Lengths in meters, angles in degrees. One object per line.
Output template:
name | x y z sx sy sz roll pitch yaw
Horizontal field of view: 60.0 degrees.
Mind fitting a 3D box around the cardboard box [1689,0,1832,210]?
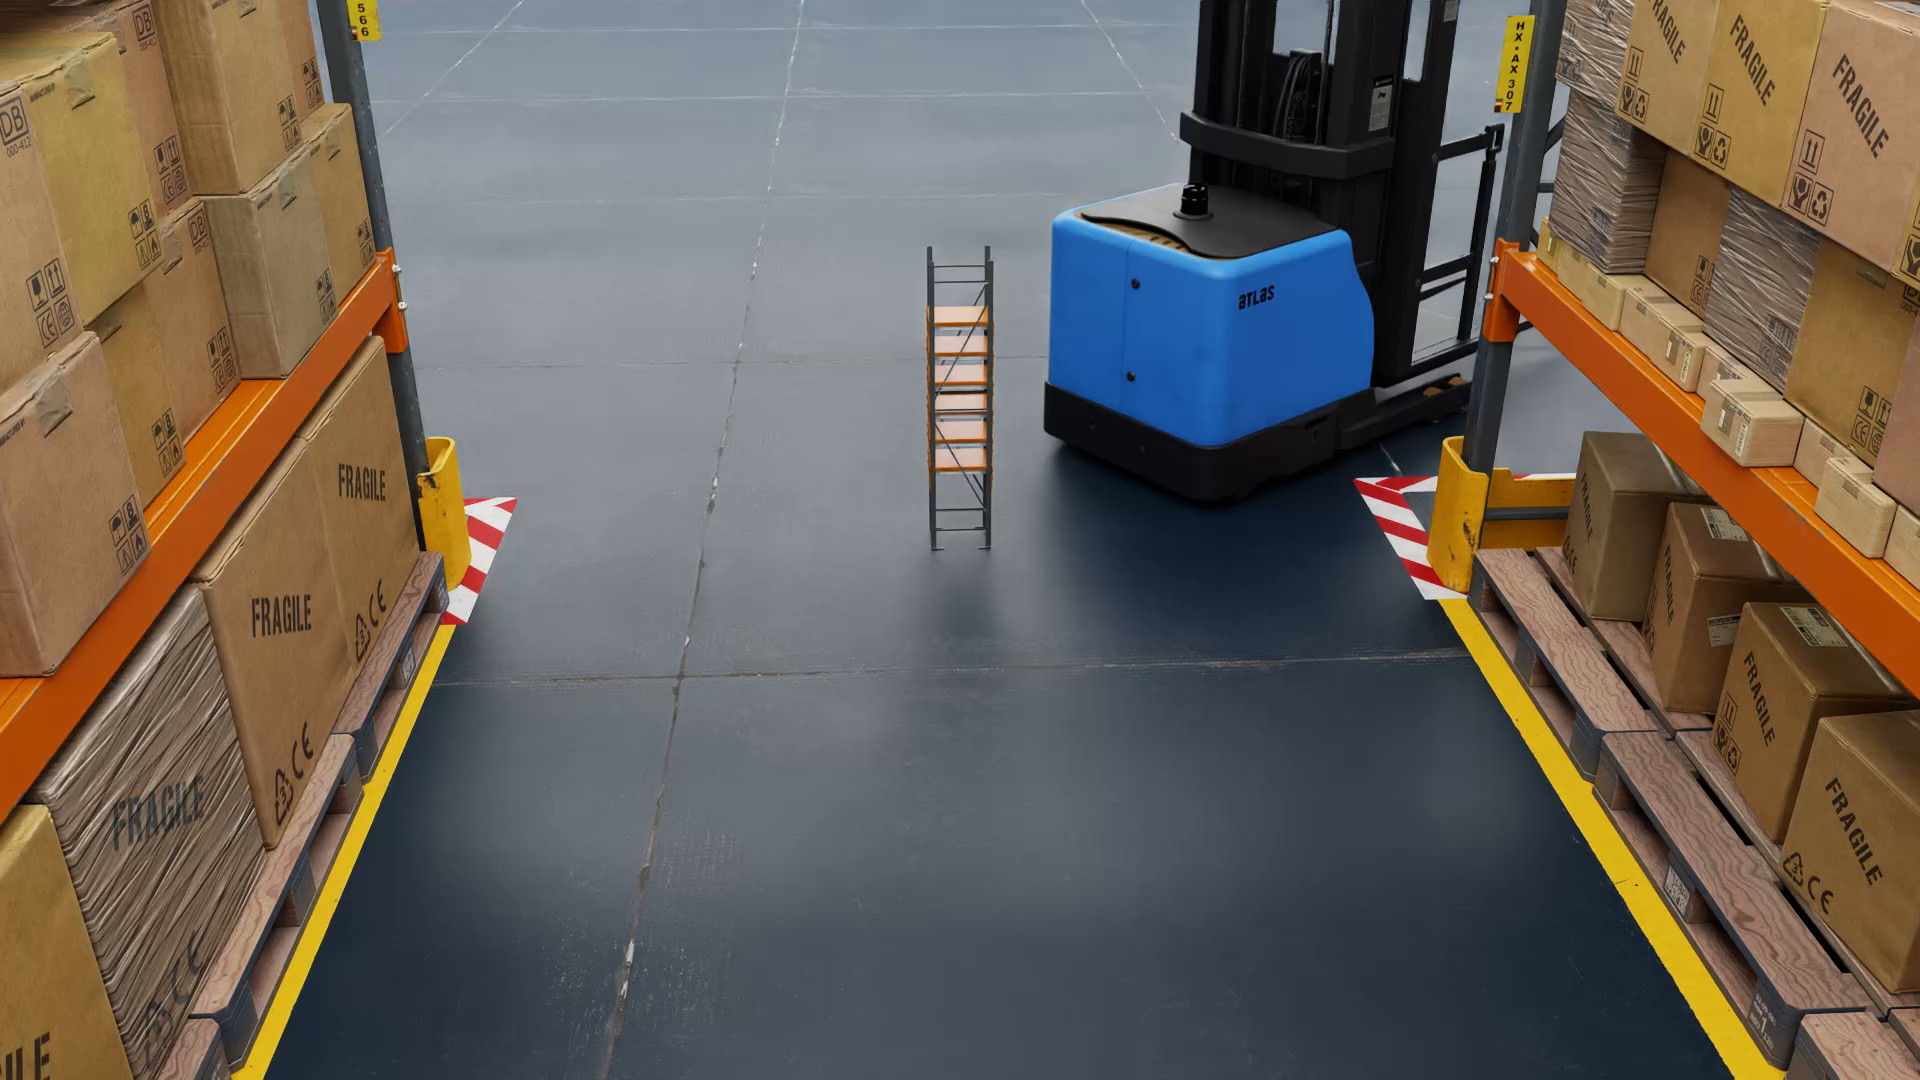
cardboard box | 2.243 -1.152 4.204 0.500 0.500 0.500 -1 28 -3

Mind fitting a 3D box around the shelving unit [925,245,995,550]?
shelving unit | -0.001 -0.539 6.485 0.258 1.200 0.189 -1 28 -3

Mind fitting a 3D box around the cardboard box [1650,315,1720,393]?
cardboard box | 2.249 -0.544 4.821 0.380 0.149 0.250 -1 28 -3

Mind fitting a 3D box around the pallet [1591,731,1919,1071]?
pallet | 2.512 0.954 4.692 1.003 0.211 1.213 -1 28 -3

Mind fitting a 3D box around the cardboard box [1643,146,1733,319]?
cardboard box | 2.587 -0.949 4.895 0.875 0.500 0.500 -1 28 -3

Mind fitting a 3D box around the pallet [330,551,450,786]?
pallet | -2.398 0.422 5.713 1.003 0.211 1.213 -1 28 -3

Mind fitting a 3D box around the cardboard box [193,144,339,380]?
cardboard box | -2.403 -0.825 4.926 0.875 0.550 0.550 -1 28 -3

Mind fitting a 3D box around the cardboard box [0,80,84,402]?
cardboard box | -2.330 -0.555 3.241 0.875 0.550 0.550 -1 28 -3

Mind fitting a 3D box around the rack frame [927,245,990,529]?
rack frame | -0.006 -0.581 6.566 0.240 1.200 0.006 -1 28 -3

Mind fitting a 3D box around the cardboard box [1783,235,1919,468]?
cardboard box | 2.585 -0.486 4.007 0.875 0.500 0.500 -1 28 -3

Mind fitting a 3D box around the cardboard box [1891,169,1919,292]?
cardboard box | 2.298 -0.690 3.319 0.500 0.500 0.500 -1 28 -3

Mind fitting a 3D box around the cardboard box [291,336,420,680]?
cardboard box | -2.417 -0.115 5.569 0.875 0.875 0.875 -1 28 -2

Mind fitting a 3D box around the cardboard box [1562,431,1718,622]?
cardboard box | 2.456 -0.044 5.840 0.500 0.500 0.500 4 28 7

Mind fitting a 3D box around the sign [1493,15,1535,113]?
sign | 1.898 -1.626 5.687 0.100 0.325 0.005 -1 28 -3

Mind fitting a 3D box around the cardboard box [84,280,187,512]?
cardboard box | -2.430 -0.319 3.956 0.875 0.550 0.500 -1 28 -3

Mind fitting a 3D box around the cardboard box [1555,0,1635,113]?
cardboard box | 2.197 -1.614 5.090 0.500 0.500 0.500 -1 28 -3

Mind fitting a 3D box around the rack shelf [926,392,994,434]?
rack shelf | -0.001 -0.499 6.506 0.258 0.103 0.180 -1 28 -3

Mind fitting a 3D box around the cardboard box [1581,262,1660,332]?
cardboard box | 2.209 -0.775 5.263 0.380 0.149 0.250 -1 28 -3

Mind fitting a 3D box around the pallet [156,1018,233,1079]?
pallet | -2.271 1.549 3.553 1.003 0.211 1.213 -1 28 -3

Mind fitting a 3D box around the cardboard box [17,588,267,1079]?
cardboard box | -2.323 0.713 3.983 0.875 0.875 0.875 -1 28 -2

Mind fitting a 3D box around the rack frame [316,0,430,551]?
rack frame | -2.518 -1.182 5.773 1.000 3.000 0.127 -1 28 -3

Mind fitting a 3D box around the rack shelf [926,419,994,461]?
rack shelf | -0.001 -0.393 6.561 0.258 0.103 0.180 -1 28 -3

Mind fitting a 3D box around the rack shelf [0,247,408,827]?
rack shelf | -2.414 0.061 4.168 1.077 0.370 4.000 -1 28 -3

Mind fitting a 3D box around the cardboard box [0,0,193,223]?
cardboard box | -2.523 -1.041 4.173 0.875 0.550 0.550 -1 28 -3

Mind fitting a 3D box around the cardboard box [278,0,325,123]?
cardboard box | -2.538 -1.555 5.158 0.875 0.550 0.550 -1 28 -3

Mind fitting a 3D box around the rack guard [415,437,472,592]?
rack guard | -2.520 -0.085 6.372 1.175 0.500 0.348 -1 28 -3

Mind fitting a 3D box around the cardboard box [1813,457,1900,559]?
cardboard box | 2.281 -0.082 3.935 0.380 0.149 0.250 -1 28 -3

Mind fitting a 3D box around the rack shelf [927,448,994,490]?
rack shelf | -0.001 -0.286 6.617 0.258 0.103 0.180 -1 28 -3

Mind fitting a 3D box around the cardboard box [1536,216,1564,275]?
cardboard box | 2.217 -1.006 5.707 0.380 0.149 0.250 -1 28 -3

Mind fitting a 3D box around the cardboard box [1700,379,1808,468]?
cardboard box | 2.198 -0.311 4.375 0.380 0.149 0.250 -1 28 -3

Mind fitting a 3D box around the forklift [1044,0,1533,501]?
forklift | 1.832 -2.014 7.443 3.031 2.935 1.130 -21 34 -35

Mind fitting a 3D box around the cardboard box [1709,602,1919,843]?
cardboard box | 2.535 0.521 4.757 0.500 0.500 0.500 1 28 2
